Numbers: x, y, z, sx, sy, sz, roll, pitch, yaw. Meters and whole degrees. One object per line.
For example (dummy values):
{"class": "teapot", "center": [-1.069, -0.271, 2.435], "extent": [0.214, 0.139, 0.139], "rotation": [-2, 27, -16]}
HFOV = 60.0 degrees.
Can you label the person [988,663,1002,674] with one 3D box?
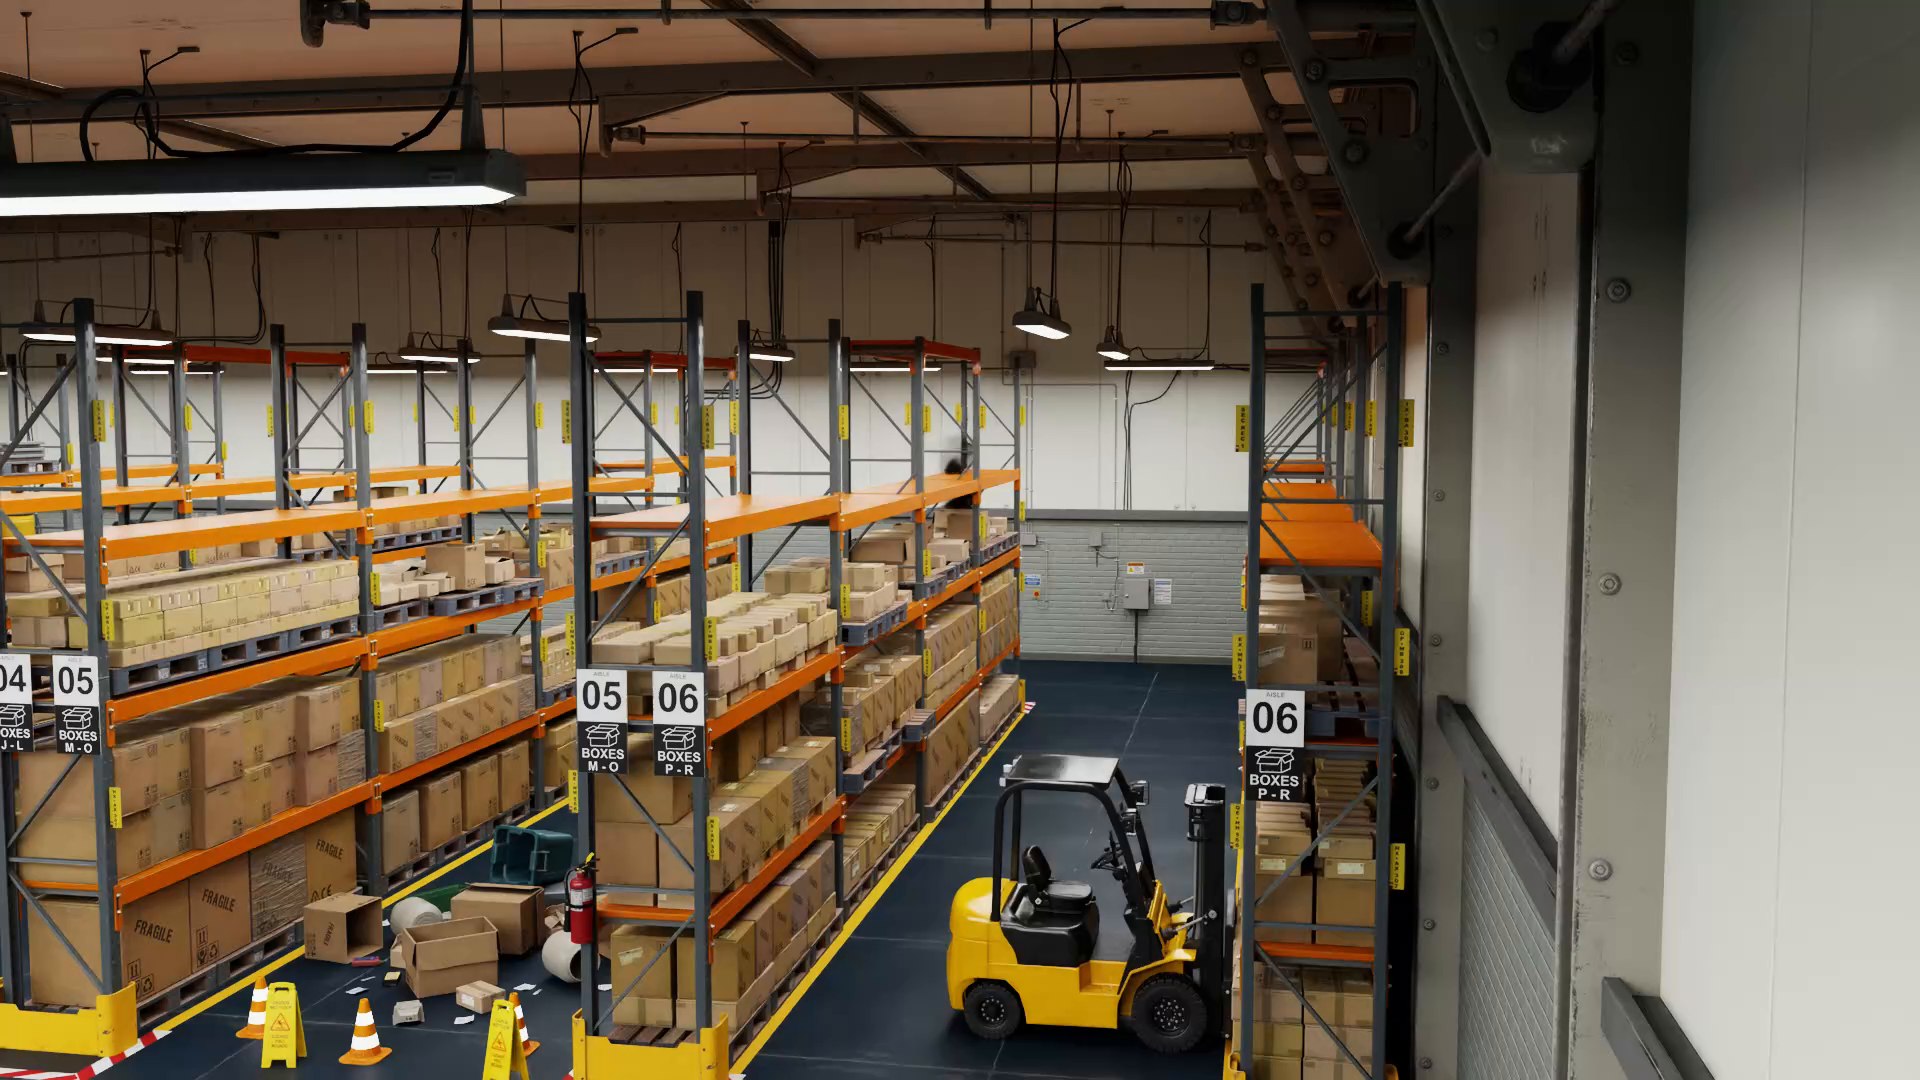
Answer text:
{"class": "person", "center": [0.297, 1.610, 29.640], "extent": [0.759, 1.824, 0.712], "rotation": [2, 5, 26]}
